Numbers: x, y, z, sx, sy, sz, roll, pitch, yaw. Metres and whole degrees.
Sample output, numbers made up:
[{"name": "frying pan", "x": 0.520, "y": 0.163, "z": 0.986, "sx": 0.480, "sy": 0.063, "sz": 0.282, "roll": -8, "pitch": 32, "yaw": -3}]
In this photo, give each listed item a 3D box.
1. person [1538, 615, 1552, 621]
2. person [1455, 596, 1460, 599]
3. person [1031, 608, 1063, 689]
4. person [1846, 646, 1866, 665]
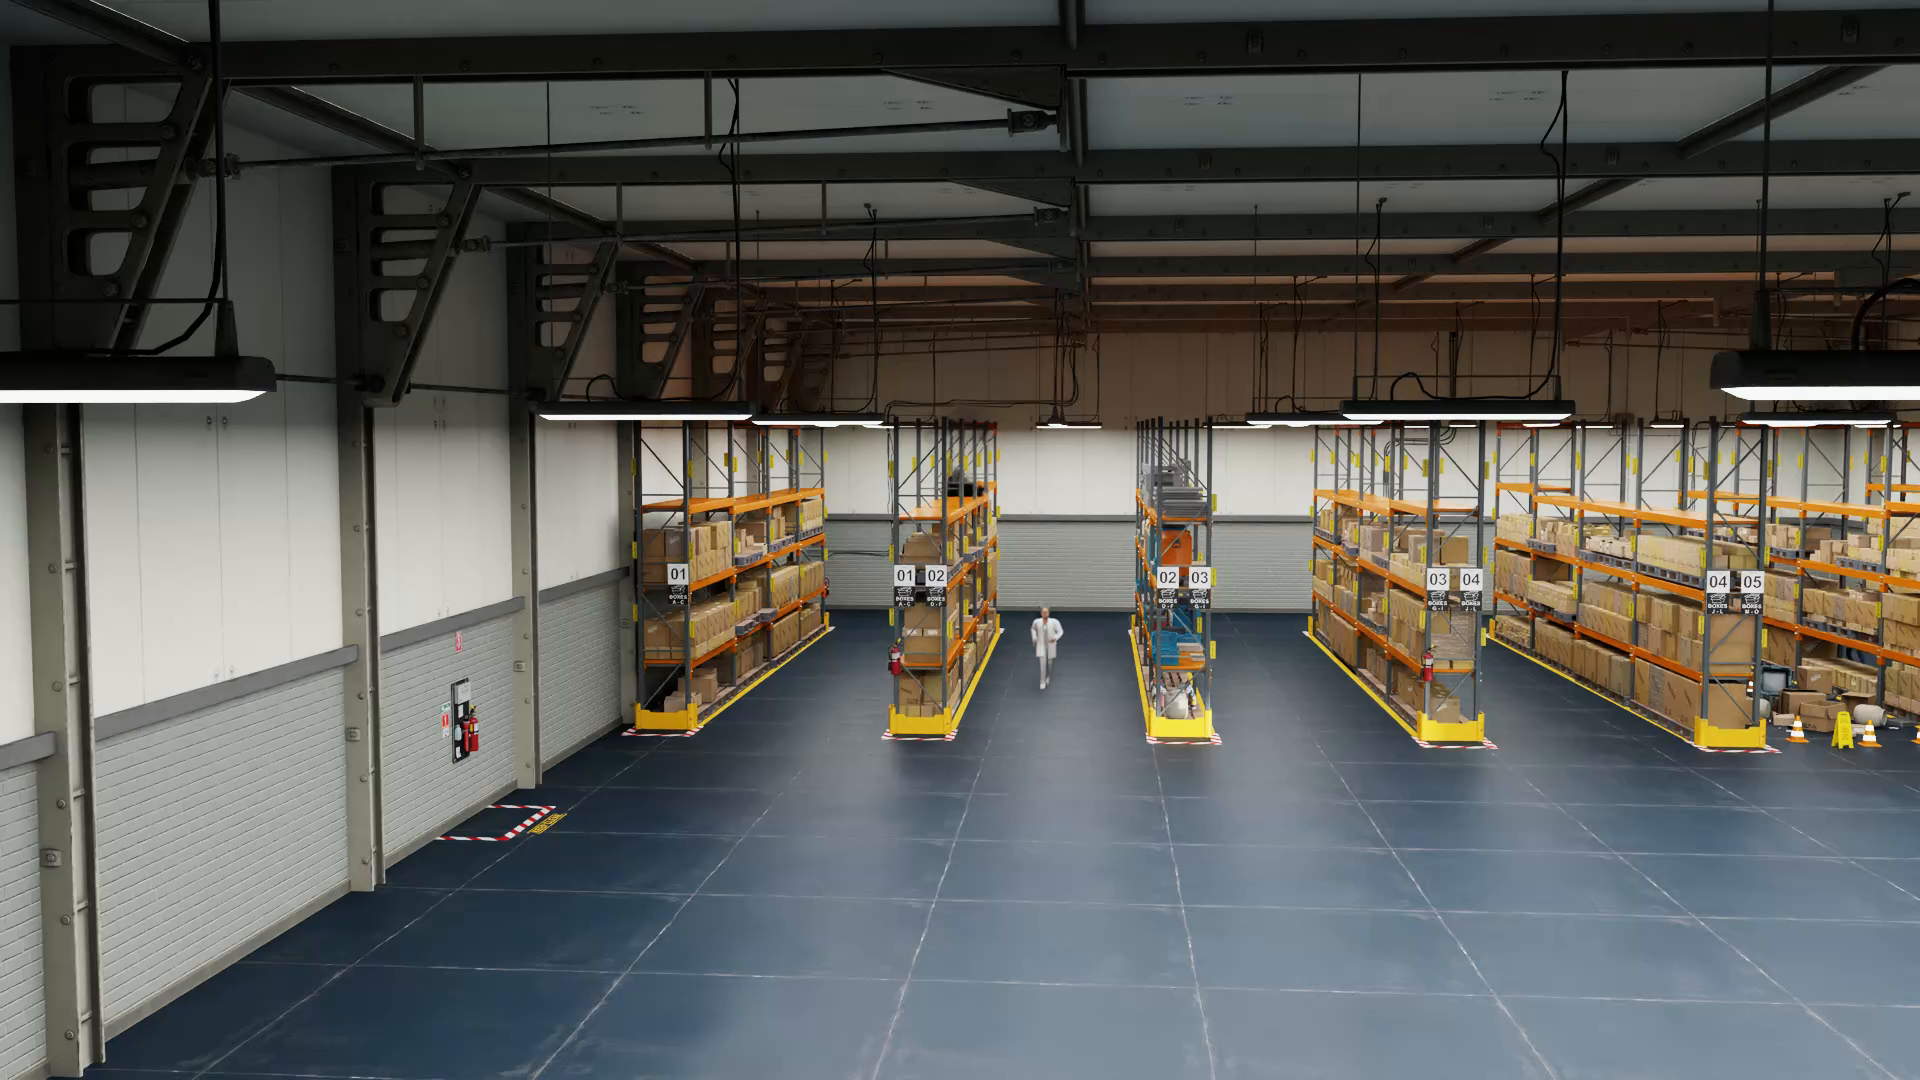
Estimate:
[{"name": "person", "x": 16.723, "y": 1.824, "z": 47.334, "sx": 0.901, "sy": 1.639, "sz": 0.582, "roll": 0, "pitch": 4, "yaw": 4}, {"name": "person", "x": 13.480, "y": 1.951, "z": 44.234, "sx": 0.732, "sy": 1.800, "sz": 0.956, "roll": 1, "pitch": 4, "yaw": 12}, {"name": "person", "x": 1.932, "y": 2.381, "z": 37.028, "sx": 0.713, "sy": 1.774, "sz": 1.002, "roll": 0, "pitch": 4, "yaw": 5}, {"name": "person", "x": 21.196, "y": 2.349, "z": 39.320, "sx": 0.529, "sy": 1.632, "sz": 0.810, "roll": 0, "pitch": 4, "yaw": 2}]
